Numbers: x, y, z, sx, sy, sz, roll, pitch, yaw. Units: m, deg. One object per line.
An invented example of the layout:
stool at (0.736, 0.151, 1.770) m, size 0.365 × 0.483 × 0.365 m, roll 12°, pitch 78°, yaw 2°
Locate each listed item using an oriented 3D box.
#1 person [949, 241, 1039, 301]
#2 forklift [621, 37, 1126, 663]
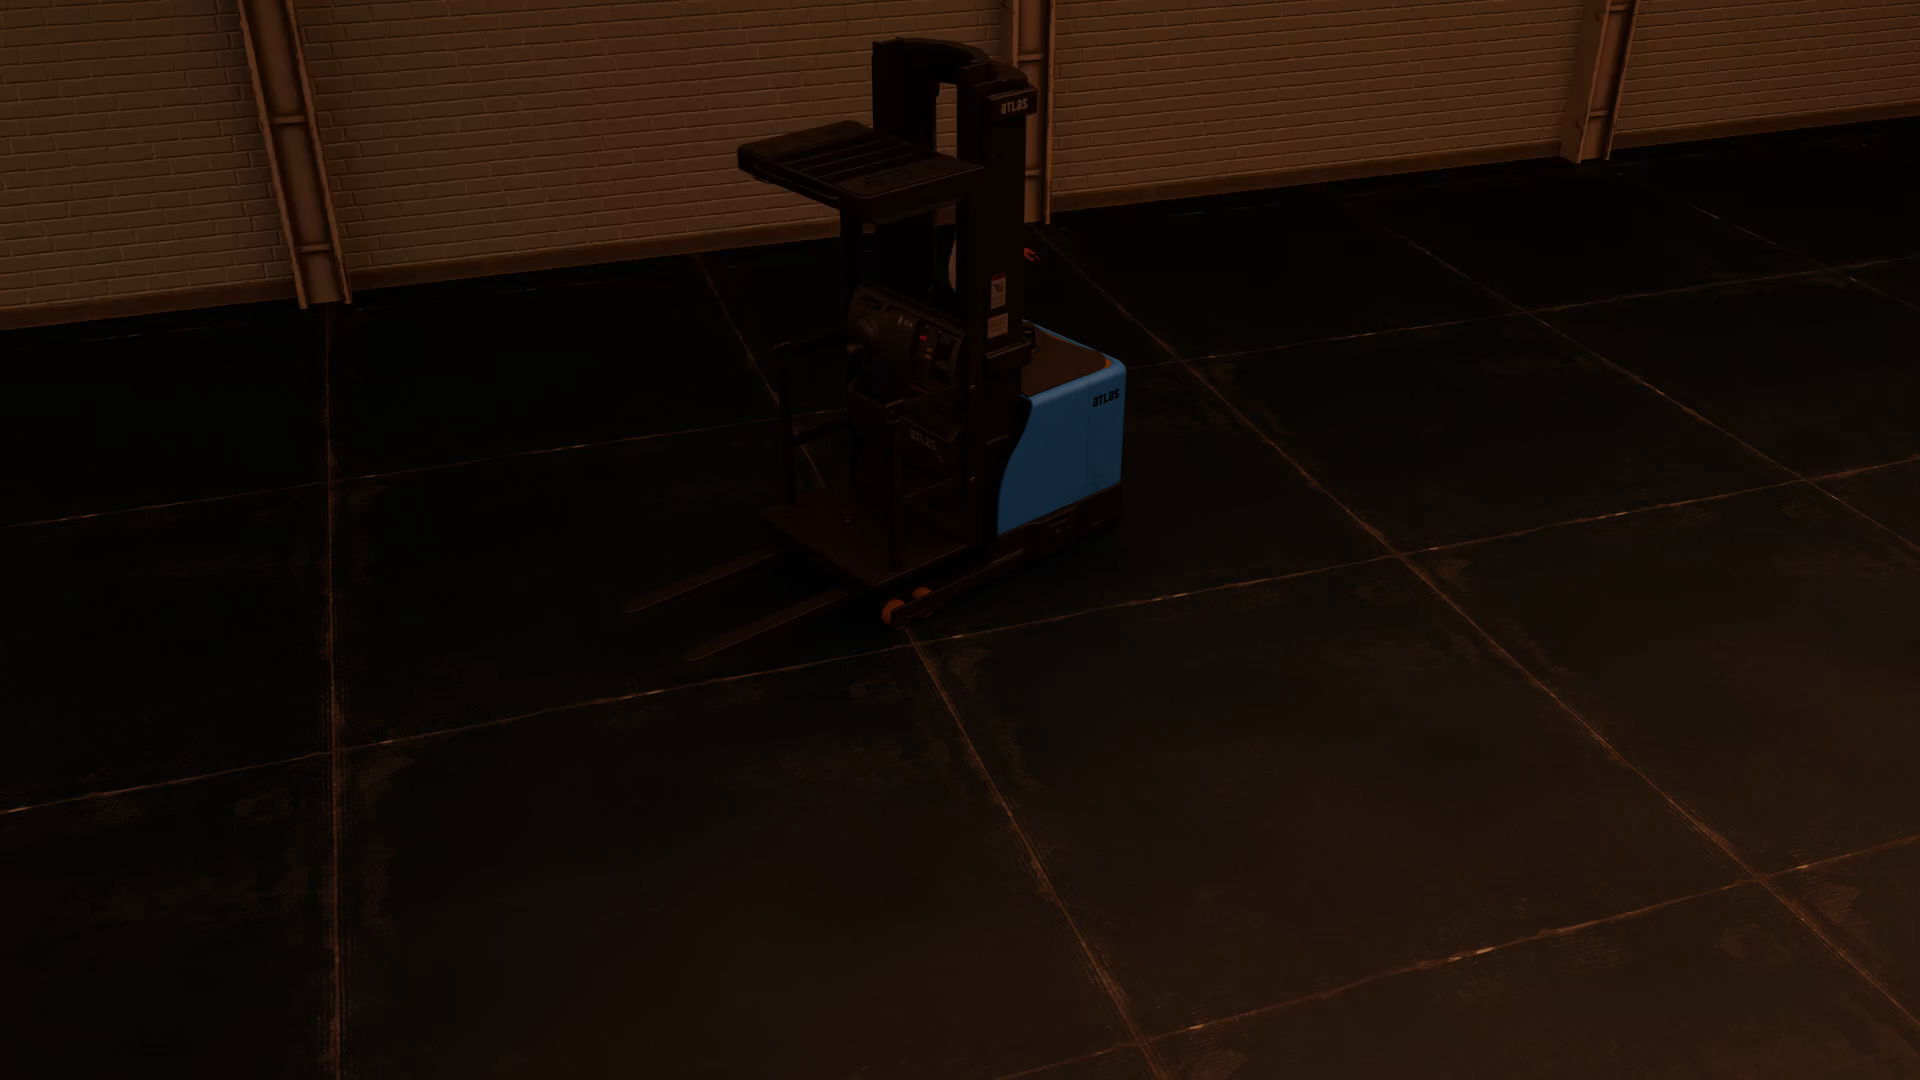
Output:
person at (0.344, -1.548, 11.162) m, size 0.823 × 1.565 × 1.205 m, roll 1°, pitch 30°, yaw 2°
forklift at (-0.461, -1.072, 8.951) m, size 3.031 × 2.935 × 1.130 m, roll -23°, pitch 37°, yaw -34°
